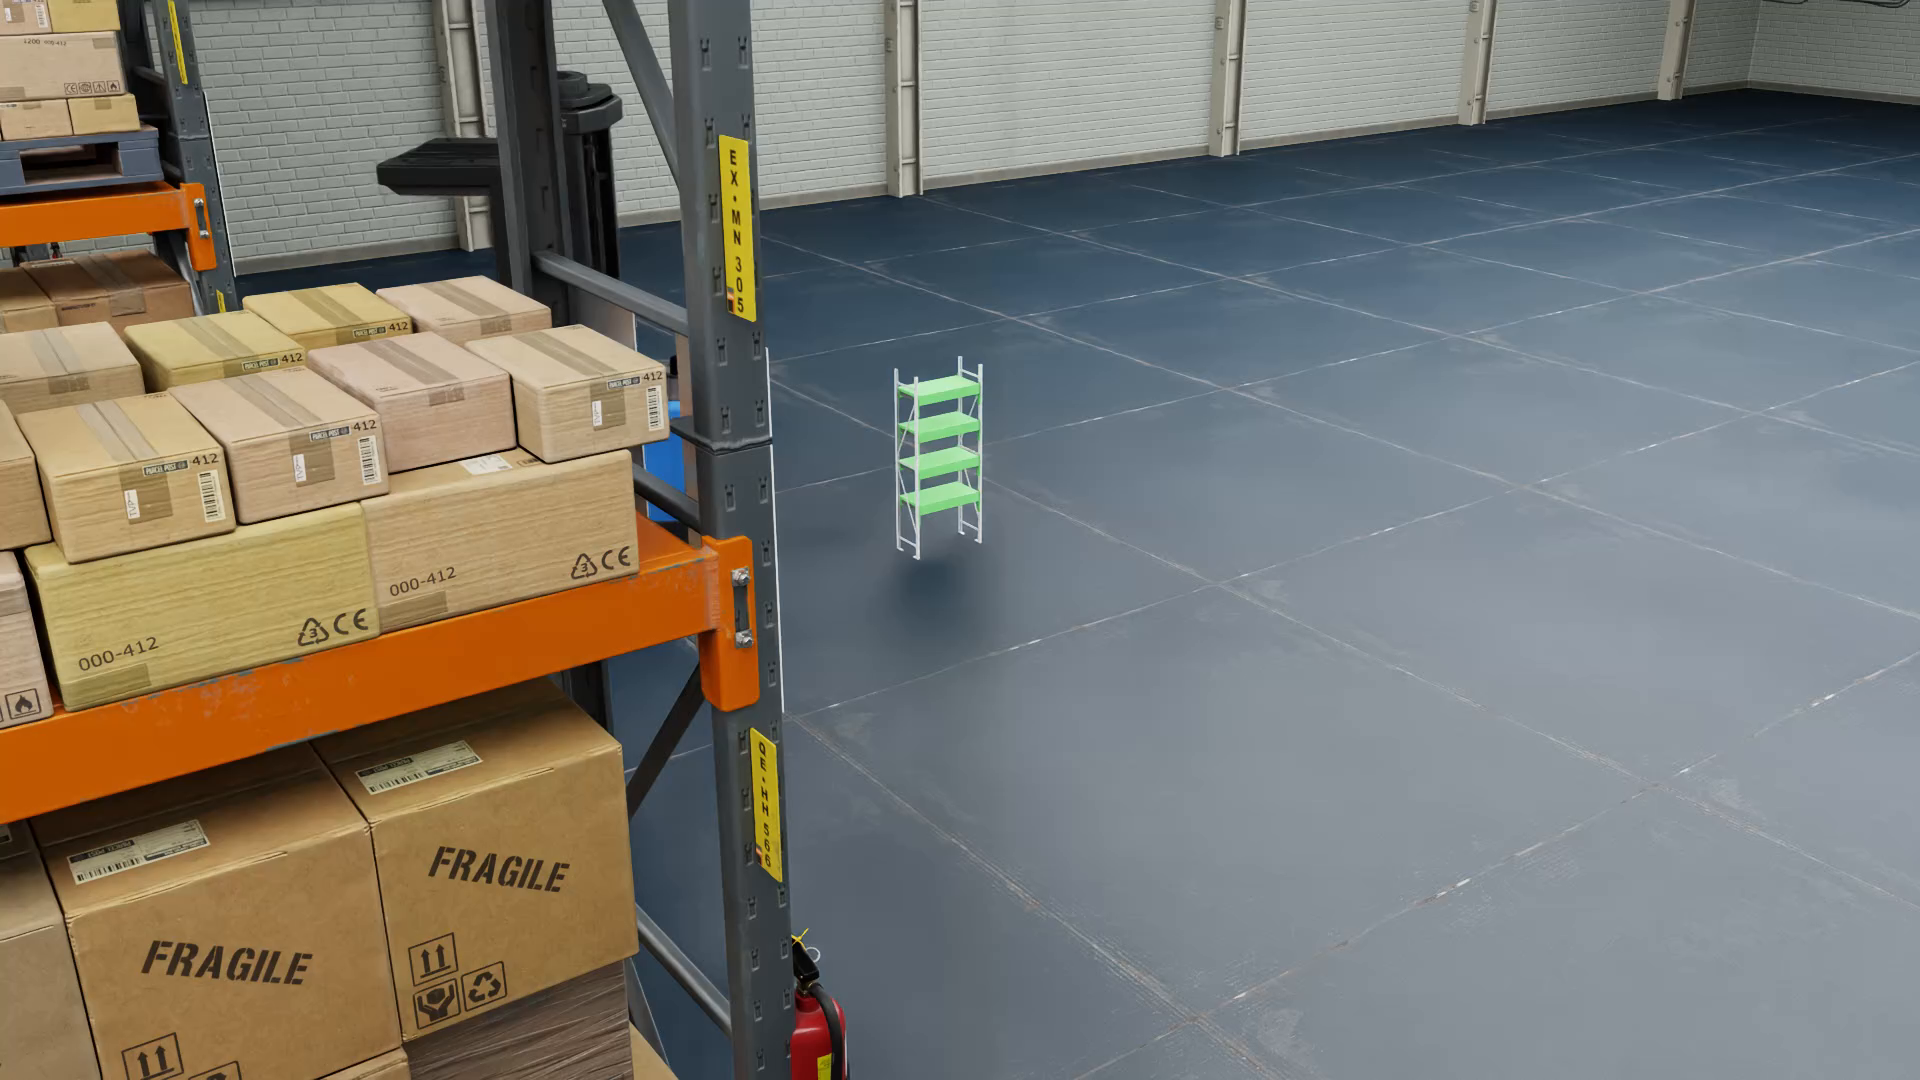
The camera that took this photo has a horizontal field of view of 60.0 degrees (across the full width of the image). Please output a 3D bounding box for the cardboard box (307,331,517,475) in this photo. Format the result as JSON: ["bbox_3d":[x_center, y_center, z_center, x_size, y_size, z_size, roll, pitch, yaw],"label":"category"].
[{"bbox_3d":[-1.035,-0.266,3.132,0.250,0.149,0.380,-16,27,-35],"label":"cardboard box"}]

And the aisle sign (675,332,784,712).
[{"bbox_3d":[-0.487,-0.063,3.499,0.004,0.787,0.394,-15,26,-33],"label":"aisle sign"}]

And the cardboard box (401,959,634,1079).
[{"bbox_3d":[-1.175,0.994,3.822,0.500,0.500,0.875,-15,26,-33],"label":"cardboard box"}]

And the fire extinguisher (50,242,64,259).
[{"bbox_3d":[-6.138,-1.764,11.374,0.183,0.674,0.296,-15,26,-33],"label":"fire extinguisher"}]

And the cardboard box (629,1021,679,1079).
[{"bbox_3d":[-0.823,1.308,3.909,0.250,0.149,0.380,-15,26,-33],"label":"cardboard box"}]

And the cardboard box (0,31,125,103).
[{"bbox_3d":[-3.761,-1.959,6.812,0.500,0.250,0.500,-15,26,-32],"label":"cardboard box"}]

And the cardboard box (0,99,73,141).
[{"bbox_3d":[-3.804,-1.736,6.790,0.250,0.149,0.380,-15,26,-32],"label":"cardboard box"}]

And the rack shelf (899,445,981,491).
[{"bbox_3d":[-0.134,-0.462,10.608,0.480,0.148,0.258,-15,26,-33],"label":"rack shelf"}]

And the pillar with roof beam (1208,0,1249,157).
[{"bbox_3d":[6.632,-8.914,21.093,0.400,9.000,9.100,-15,26,-33],"label":"pillar with roof beam"}]

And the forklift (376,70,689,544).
[{"bbox_3d":[-2.896,-1.390,10.424,3.031,2.935,1.130,1,22,1],"label":"forklift"}]

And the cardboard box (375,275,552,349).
[{"bbox_3d":[-1.071,-0.451,3.596,0.250,0.149,0.380,-15,26,-33],"label":"cardboard box"}]

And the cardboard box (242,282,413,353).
[{"bbox_3d":[-1.338,-0.424,3.528,0.250,0.149,0.380,-14,26,-32],"label":"cardboard box"}]

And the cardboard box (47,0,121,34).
[{"bbox_3d":[-3.602,-2.160,6.775,0.250,0.149,0.380,-15,26,-32],"label":"cardboard box"}]

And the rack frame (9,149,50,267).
[{"bbox_3d":[-6.500,-1.914,11.645,0.127,3.000,1.000,-15,26,-33],"label":"rack frame"}]

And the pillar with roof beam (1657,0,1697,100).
[{"bbox_3d":[16.373,-11.511,27.602,0.400,9.000,9.100,-15,26,-33],"label":"pillar with roof beam"}]

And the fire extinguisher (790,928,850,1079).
[{"bbox_3d":[-0.350,1.218,3.902,0.183,0.674,0.296,-15,26,-33],"label":"fire extinguisher"}]

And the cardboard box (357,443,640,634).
[{"bbox_3d":[-0.955,-0.075,3.192,0.500,0.250,0.500,-14,26,-32],"label":"cardboard box"}]

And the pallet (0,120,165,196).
[{"bbox_3d":[-4.123,-1.635,7.018,1.213,0.211,1.003,-15,26,-33],"label":"pallet"}]

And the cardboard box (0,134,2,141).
[{"bbox_3d":[-4.012,-1.680,6.650,0.250,0.149,0.380,-14,26,-32],"label":"cardboard box"}]

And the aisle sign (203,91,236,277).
[{"bbox_3d":[-3.294,-1.579,7.298,0.004,0.787,0.394,-15,26,-33],"label":"aisle sign"}]

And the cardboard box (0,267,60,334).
[{"bbox_3d":[-4.243,-0.802,7.200,0.550,0.550,0.875,-15,26,-33],"label":"cardboard box"}]

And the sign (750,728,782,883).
[{"bbox_3d":[-0.404,0.555,3.471,0.005,0.325,0.100,-15,26,-33],"label":"sign"}]

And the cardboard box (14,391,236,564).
[{"bbox_3d":[-1.383,-0.112,2.747,0.250,0.149,0.380,-15,26,-33],"label":"cardboard box"}]

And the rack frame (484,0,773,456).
[{"bbox_3d":[-0.712,-1.719,3.061,0.127,3.000,1.000,-15,26,-33],"label":"rack frame"}]

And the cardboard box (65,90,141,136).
[{"bbox_3d":[-3.599,-1.790,6.926,0.250,0.149,0.380,-15,26,-33],"label":"cardboard box"}]

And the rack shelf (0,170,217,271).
[{"bbox_3d":[-5.150,-1.072,6.460,4.000,0.370,1.077,-15,26,-33],"label":"rack shelf"}]

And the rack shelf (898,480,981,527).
[{"bbox_3d":[-0.134,-0.239,10.697,0.480,0.148,0.258,-15,26,-33],"label":"rack shelf"}]

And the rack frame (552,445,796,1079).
[{"bbox_3d":[-0.712,1.068,4.173,0.127,3.000,1.000,-15,26,-33],"label":"rack frame"}]

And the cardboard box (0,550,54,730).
[{"bbox_3d":[-1.780,0.142,2.647,0.500,0.250,0.500,-14,26,-32],"label":"cardboard box"}]

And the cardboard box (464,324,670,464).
[{"bbox_3d":[-0.755,-0.287,3.185,0.250,0.149,0.380,-15,26,-33],"label":"cardboard box"}]

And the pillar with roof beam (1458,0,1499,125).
[{"bbox_3d":[11.503,-10.213,24.347,0.400,9.000,9.100,-15,26,-33],"label":"pillar with roof beam"}]

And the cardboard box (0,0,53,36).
[{"bbox_3d":[-3.806,-2.106,6.641,0.250,0.149,0.380,-15,26,-33],"label":"cardboard box"}]

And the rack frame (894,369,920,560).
[{"bbox_3d":[-0.332,-0.469,10.452,0.015,1.200,0.240,-15,26,-33],"label":"rack frame"}]

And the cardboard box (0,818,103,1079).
[{"bbox_3d":[-1.824,0.830,2.885,0.500,0.500,0.500,-15,26,-33],"label":"cardboard box"}]

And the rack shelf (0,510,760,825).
[{"bbox_3d":[-2.336,0.442,2.666,4.000,0.370,1.077,-15,26,-33],"label":"rack shelf"}]

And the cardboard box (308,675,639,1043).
[{"bbox_3d":[-1.014,0.612,3.430,0.500,0.500,0.500,-15,26,-33],"label":"cardboard box"}]

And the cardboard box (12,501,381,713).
[{"bbox_3d":[-1.359,0.034,2.919,0.500,0.250,0.500,-15,26,-33],"label":"cardboard box"}]

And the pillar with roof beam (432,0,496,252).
[{"bbox_3d":[-3.109,-6.316,14.584,0.400,9.000,9.100,-15,26,-33],"label":"pillar with roof beam"}]

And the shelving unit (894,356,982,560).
[{"bbox_3d":[-0.134,-0.521,10.584,0.503,1.200,0.258,-15,26,-33],"label":"shelving unit"}]

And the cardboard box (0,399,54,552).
[{"bbox_3d":[-1.657,-0.096,2.707,0.250,0.149,0.380,-15,26,-32],"label":"cardboard box"}]

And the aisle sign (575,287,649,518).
[{"bbox_3d":[-0.837,-0.243,3.951,0.004,0.787,0.394,-15,26,-33],"label":"aisle sign"}]

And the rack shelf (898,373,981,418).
[{"bbox_3d":[-0.134,-0.908,10.430,0.480,0.148,0.258,-15,26,-33],"label":"rack shelf"}]

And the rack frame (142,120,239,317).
[{"bbox_3d":[-3.527,-0.446,7.967,0.127,3.000,1.000,-15,26,-33],"label":"rack frame"}]

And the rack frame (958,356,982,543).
[{"bbox_3d":[0.064,-0.574,10.717,0.015,1.200,0.240,-15,26,-33],"label":"rack frame"}]

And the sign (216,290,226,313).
[{"bbox_3d":[-3.221,-0.928,7.292,0.005,0.325,0.100,-15,26,-33],"label":"sign"}]

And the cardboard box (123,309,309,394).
[{"bbox_3d":[-1.471,-0.332,3.298,0.250,0.149,0.380,-15,26,-34],"label":"cardboard box"}]

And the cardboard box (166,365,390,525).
[{"bbox_3d":[-1.193,-0.174,2.901,0.250,0.149,0.380,-16,27,-35],"label":"cardboard box"}]

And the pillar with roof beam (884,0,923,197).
[{"bbox_3d":[1.762,-7.615,17.838,0.400,9.000,9.100,-15,26,-33],"label":"pillar with roof beam"}]

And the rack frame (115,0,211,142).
[{"bbox_3d":[-3.527,-3.233,6.856,0.127,3.000,1.000,-15,26,-33],"label":"rack frame"}]

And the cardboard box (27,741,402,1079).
[{"bbox_3d":[-1.417,0.722,3.154,0.500,0.500,0.500,-15,26,-33],"label":"cardboard box"}]

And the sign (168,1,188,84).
[{"bbox_3d":[-3.221,-2.048,6.845,0.005,0.325,0.100,-15,26,-33],"label":"sign"}]

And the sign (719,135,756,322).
[{"bbox_3d":[-0.404,-0.565,3.024,0.005,0.325,0.100,-15,26,-33],"label":"sign"}]

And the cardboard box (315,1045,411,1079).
[{"bbox_3d":[-1.511,1.138,3.460,0.500,0.500,0.875,-15,26,-33],"label":"cardboard box"}]

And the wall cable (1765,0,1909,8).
[{"bbox_3d":[17.022,-11.604,32.024,0.112,2.526,3.097,-15,26,-33],"label":"wall cable"}]

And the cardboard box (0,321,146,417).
[{"bbox_3d":[-1.734,-0.295,3.204,0.250,0.149,0.380,-14,26,-31],"label":"cardboard box"}]

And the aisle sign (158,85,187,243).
[{"bbox_3d":[-3.645,-1.759,7.750,0.004,0.787,0.394,-15,26,-33],"label":"aisle sign"}]

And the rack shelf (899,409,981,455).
[{"bbox_3d":[-0.134,-0.685,10.519,0.480,0.148,0.258,-15,26,-33],"label":"rack shelf"}]

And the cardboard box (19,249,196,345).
[{"bbox_3d":[-3.851,-0.949,7.567,0.550,0.550,0.875,-15,26,-33],"label":"cardboard box"}]
